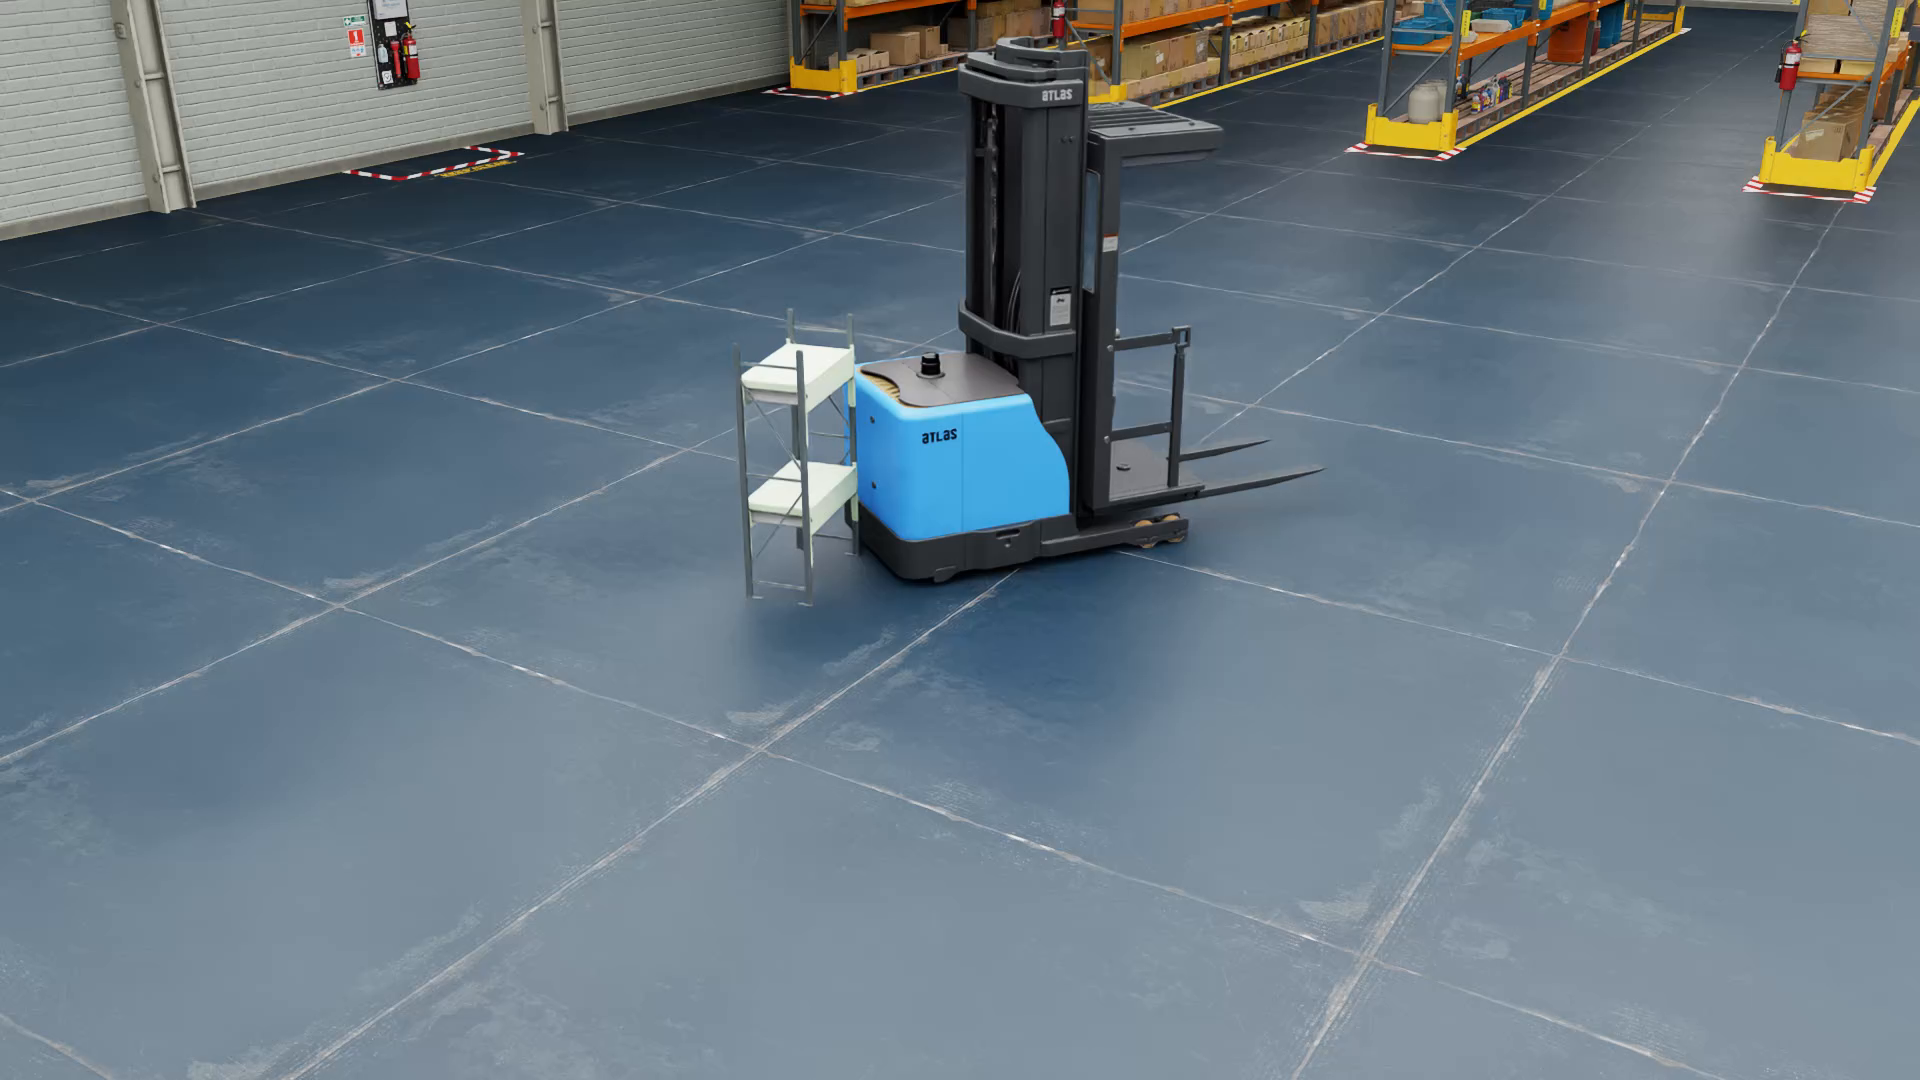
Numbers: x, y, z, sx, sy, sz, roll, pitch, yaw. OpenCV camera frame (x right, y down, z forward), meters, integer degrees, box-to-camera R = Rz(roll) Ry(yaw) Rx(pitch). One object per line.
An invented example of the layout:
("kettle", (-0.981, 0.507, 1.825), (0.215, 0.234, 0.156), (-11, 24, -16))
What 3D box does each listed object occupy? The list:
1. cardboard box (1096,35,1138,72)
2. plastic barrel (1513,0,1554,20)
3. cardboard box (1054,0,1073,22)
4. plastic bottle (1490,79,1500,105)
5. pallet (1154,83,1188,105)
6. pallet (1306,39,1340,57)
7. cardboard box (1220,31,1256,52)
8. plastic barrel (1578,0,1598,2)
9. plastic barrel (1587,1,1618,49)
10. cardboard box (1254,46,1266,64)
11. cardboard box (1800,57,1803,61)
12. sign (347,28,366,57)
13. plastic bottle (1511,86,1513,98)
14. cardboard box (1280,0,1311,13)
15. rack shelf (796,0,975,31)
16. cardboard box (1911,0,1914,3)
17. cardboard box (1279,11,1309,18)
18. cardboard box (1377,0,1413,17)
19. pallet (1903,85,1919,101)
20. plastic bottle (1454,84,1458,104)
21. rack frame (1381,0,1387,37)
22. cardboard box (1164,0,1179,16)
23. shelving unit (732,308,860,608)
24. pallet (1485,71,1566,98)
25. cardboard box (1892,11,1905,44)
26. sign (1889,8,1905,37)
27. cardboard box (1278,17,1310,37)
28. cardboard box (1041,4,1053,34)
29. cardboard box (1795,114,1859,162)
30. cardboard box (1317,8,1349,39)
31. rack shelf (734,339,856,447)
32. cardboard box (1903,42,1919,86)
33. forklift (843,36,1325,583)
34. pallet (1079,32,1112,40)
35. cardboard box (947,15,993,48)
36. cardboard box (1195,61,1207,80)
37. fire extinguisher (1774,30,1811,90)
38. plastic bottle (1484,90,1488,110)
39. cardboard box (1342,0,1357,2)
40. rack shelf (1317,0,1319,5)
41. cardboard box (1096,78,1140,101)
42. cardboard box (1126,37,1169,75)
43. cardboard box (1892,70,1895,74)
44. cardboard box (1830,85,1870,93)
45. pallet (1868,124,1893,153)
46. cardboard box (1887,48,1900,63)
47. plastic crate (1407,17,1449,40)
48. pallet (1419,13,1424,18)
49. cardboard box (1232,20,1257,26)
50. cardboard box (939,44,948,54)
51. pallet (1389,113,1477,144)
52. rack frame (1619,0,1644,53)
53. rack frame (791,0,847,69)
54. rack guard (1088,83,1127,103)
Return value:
("cardboard box", (2.464, -7.617, 26.058), (0.500, 0.500, 0.500), (14, 27, 29))
("plastic barrel", (8.696, -8.366, 25.168), (0.600, 0.901, 0.708), (14, 27, 29))
("cardboard box", (2.428, -10.922, 33.881), (0.750, 0.750, 0.750), (13, 27, 28))
("plastic bottle", (7.868, -6.604, 24.509), (0.144, 0.351, 0.185), (14, 27, 29))
("pallet", (2.931, -7.156, 26.513), (1.003, 0.211, 1.213), (14, 27, 29))
("pallet", (6.565, -9.423, 31.750), (1.003, 0.211, 1.213), (14, 27, 29))
("cardboard box", (4.727, -8.552, 28.455), (0.500, 0.311, 0.500), (14, 27, 28))
("plastic barrel", (10.357, -9.261, 27.696), (0.600, 0.536, 0.708), (14, 27, 29))
("plastic barrel", (11.780, -9.580, 30.716), (0.600, 0.901, 0.708), (14, 27, 29))
("cardboard box", (4.994, -8.471, 28.974), (0.500, 0.250, 0.500), (13, 27, 27))
("cardboard box", (10.528, -5.885, 20.384), (0.380, 0.149, 0.250), (14, 27, 29))
("sign", (-7.538, -6.213, 20.781), (0.001, 0.329, 0.234), (14, 27, 29))
("plastic bottle", (8.308, -6.799, 25.148), (0.097, 0.201, 0.097), (0, 23, 0))
("cardboard box", (6.459, -10.242, 31.782), (0.500, 0.250, 0.500), (15, 28, 31))
("rack shelf", (-1.237, -9.140, 28.493), (1.077, 0.370, 4.000), (14, 27, 29))
("cardboard box", (11.912, -7.125, 21.174), (0.500, 0.500, 0.500), (14, 27, 29))
("cardboard box", (6.433, -9.878, 31.885), (0.500, 0.500, 0.500), (15, 28, 31))
("cardboard box", (9.235, -11.500, 35.627), (0.797, 0.503, 0.637), (14, 27, 29))
("pallet", (15.033, -7.352, 26.966), (1.003, 0.211, 1.213), (14, 27, 29))
("plastic bottle", (7.272, -6.606, 24.608), (0.152, 0.276, 0.135), (14, 27, 29))
("rack frame", (8.249, -11.808, 33.751), (1.000, 3.000, 0.127), (14, 27, 29))
("cardboard box", (2.990, -8.482, 25.942), (0.700, 0.500, 0.500), (15, 27, 31))
("shelving unit", (-0.911, -0.475, 9.458), (0.431, 1.500, 0.755), (7, 24, 16))
("pallet", (9.259, -7.476, 27.253), (1.003, 0.211, 1.213), (14, 27, 29))
("cardboard box", (11.681, -6.723, 21.504), (0.875, 0.500, 0.500), (14, 27, 29))
("sign", (10.794, -5.965, 19.163), (0.100, 0.325, 0.005), (14, 27, 29))
("cardboard box", (6.072, -9.418, 30.456), (0.500, 0.311, 0.500), (15, 27, 30))
("cardboard box", (1.593, -10.296, 32.850), (0.700, 0.500, 0.500), (14, 27, 30))
("cardboard box", (10.676, -4.934, 20.489), (0.500, 0.500, 0.500), (20, 30, 38))
("cardboard box", (7.162, -9.953, 32.058), (0.500, 0.500, 0.500), (13, 27, 28))
("rack shelf", (-0.911, -0.833, 9.303), (0.431, 0.370, 0.720), (7, 24, 16))
("cardboard box", (14.934, -7.827, 26.701), (1.225, 0.875, 0.875), (12, 26, 27))
("forklift", (0.845, -1.475, 9.969), (3.031, 2.935, 1.130), (-10, 25, -22))
("pallet", (2.408, -10.466, 34.160), (1.003, 0.211, 1.213), (14, 27, 29))
("cardboard box", (0.192, -9.452, 30.900), (0.700, 0.500, 0.500), (15, 28, 31))
("cardboard box", (3.698, -7.670, 27.124), (0.500, 0.250, 0.500), (14, 27, 29))
("fire extinguisher", (9.881, -5.703, 19.746), (0.296, 0.674, 0.183), (14, 27, 29))
("plastic bottle", (7.580, -6.365, 24.057), (0.097, 0.271, 0.097), (0, 23, 0))
("cardboard box", (7.786, -10.751, 33.901), (0.500, 0.500, 0.500), (13, 26, 27))
("rack shelf", (7.194, -10.803, 32.335), (1.077, 0.370, 4.000), (14, 27, 29))
("cardboard box", (2.391, -6.823, 25.169), (0.500, 0.250, 0.500), (14, 27, 29))
("cardboard box", (2.905, -7.508, 25.807), (0.500, 0.500, 0.500), (14, 27, 29))
("cardboard box", (13.347, -6.634, 24.392), (0.700, 0.500, 0.500), (11, 26, 24))
("cardboard box", (12.198, -5.950, 22.836), (0.500, 0.500, 0.500), (13, 27, 27))
("pallet", (12.118, -5.517, 22.729), (1.003, 0.211, 1.213), (14, 27, 29))
("cardboard box", (11.559, -6.098, 20.876), (0.380, 0.149, 0.250), (14, 27, 29))
("plastic crate", (6.482, -7.100, 23.063), (0.499, 0.251, 0.408), (14, 27, 29))
("pallet", (9.899, -11.584, 36.742), (1.003, 0.211, 1.213), (14, 27, 29))
("cardboard box", (5.072, -9.181, 29.908), (0.500, 0.311, 0.500), (13, 27, 28))
("cardboard box", (-0.438, -8.860, 29.953), (0.380, 0.166, 0.250), (10, 25, 22))
("pallet", (6.558, -5.748, 23.262), (1.003, 0.211, 1.213), (14, 27, 29))
("rack frame", (12.455, -10.769, 31.350), (1.000, 3.000, 0.127), (14, 27, 29))
("rack frame", (-2.292, -8.795, 26.791), (1.000, 3.000, 0.127), (14, 27, 29))
("rack guard", (1.906, -6.603, 24.873), (1.175, 0.500, 0.348), (14, 27, 29))
